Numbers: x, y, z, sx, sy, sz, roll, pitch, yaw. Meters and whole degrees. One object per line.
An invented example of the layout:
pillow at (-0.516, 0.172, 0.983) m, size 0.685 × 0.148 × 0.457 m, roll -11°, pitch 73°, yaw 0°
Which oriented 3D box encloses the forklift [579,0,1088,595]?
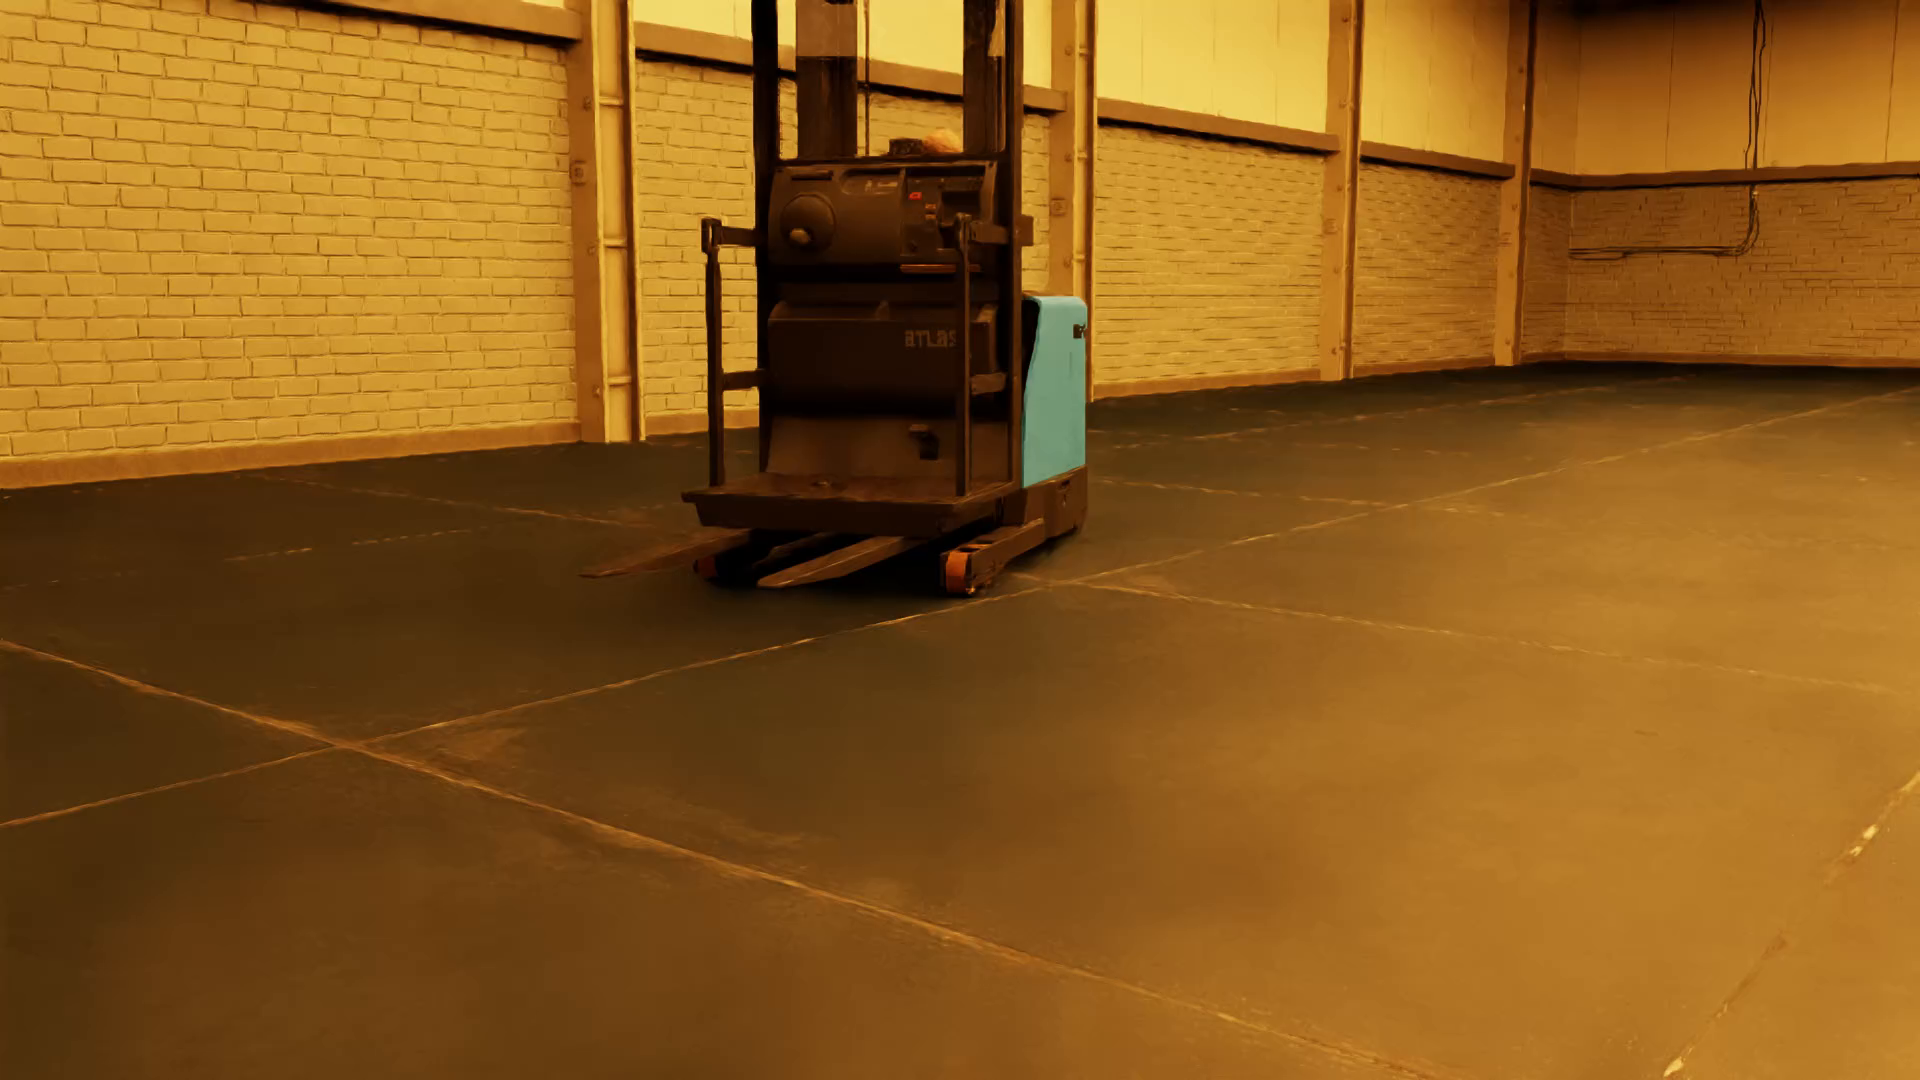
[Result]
forklift at (-0.372, -1.315, 6.269) m, size 1.130 × 2.935 × 3.031 m, roll 3°, pitch 9°, yaw 19°

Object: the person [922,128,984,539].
person at (0.061, -0.897, 7.342) m, size 0.694 × 1.776 × 0.579 m, roll 7°, pitch 11°, yaw 38°
